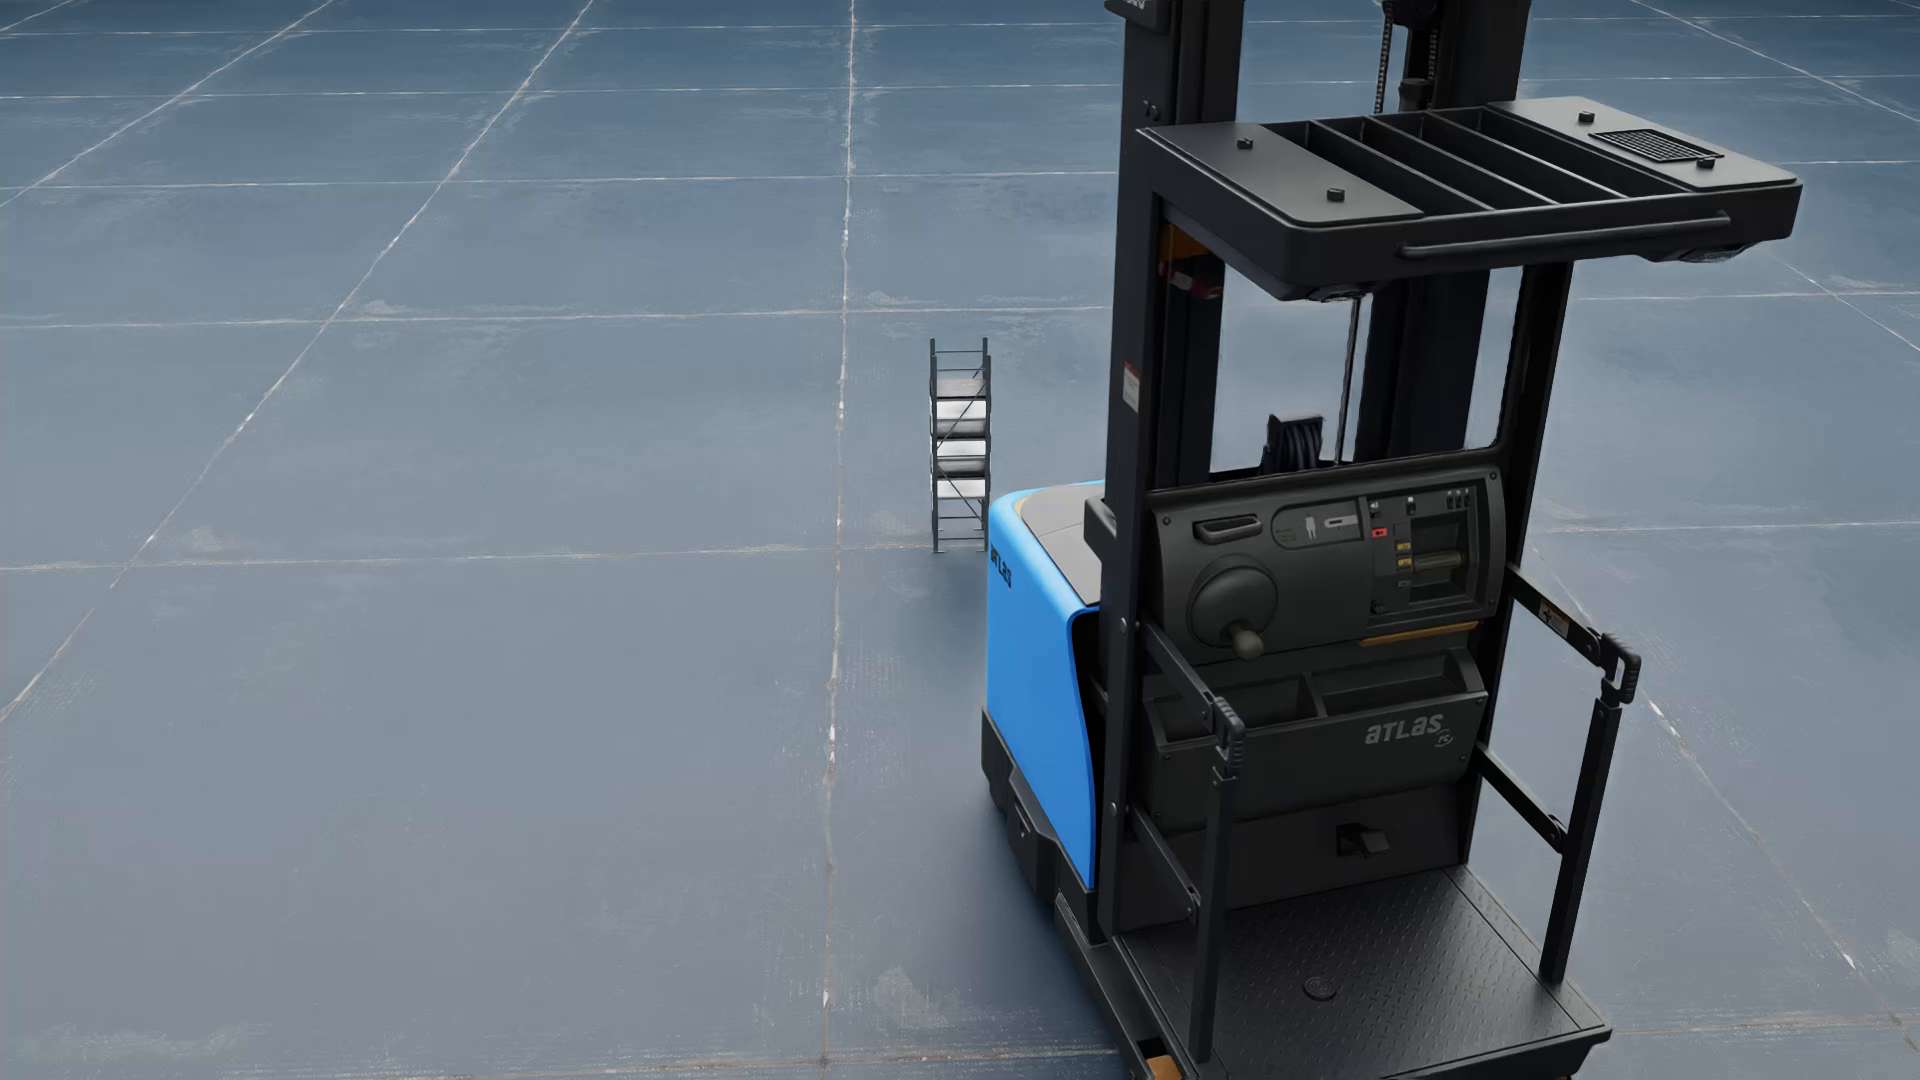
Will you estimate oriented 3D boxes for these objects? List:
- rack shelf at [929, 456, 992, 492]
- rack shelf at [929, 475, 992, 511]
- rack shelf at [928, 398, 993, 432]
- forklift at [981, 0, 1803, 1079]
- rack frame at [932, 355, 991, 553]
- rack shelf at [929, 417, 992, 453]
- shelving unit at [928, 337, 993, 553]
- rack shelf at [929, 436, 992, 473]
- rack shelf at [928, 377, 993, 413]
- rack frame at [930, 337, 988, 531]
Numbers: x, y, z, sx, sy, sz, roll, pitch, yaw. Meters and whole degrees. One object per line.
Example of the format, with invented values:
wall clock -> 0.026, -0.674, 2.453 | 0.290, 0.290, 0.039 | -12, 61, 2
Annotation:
rack shelf -> 0.000, -0.286, 7.092 | 0.258, 0.077, 0.200 | -1, 28, -3
rack shelf -> 0.000, -0.206, 7.133 | 0.258, 0.077, 0.200 | -1, 28, -3
rack shelf -> 0.000, -0.525, 6.967 | 0.258, 0.077, 0.200 | -1, 28, -3
forklift -> 0.981, 0.096, 3.897 | 1.130, 2.935, 3.031 | -8, 29, -15
rack frame -> 0.006, -0.348, 6.945 | 0.240, 0.900, 0.006 | -1, 28, -3
rack shelf -> 0.000, -0.445, 7.009 | 0.258, 0.077, 0.200 | -1, 28, -3
shelving unit -> 0.000, -0.395, 7.035 | 0.258, 0.900, 0.210 | -1, 28, -3
rack shelf -> 0.000, -0.366, 7.050 | 0.258, 0.077, 0.200 | -1, 28, -3
rack shelf -> 0.000, -0.605, 6.925 | 0.258, 0.077, 0.200 | -1, 28, -3
rack frame -> -0.005, -0.442, 7.125 | 0.240, 0.900, 0.006 | -1, 28, -3
